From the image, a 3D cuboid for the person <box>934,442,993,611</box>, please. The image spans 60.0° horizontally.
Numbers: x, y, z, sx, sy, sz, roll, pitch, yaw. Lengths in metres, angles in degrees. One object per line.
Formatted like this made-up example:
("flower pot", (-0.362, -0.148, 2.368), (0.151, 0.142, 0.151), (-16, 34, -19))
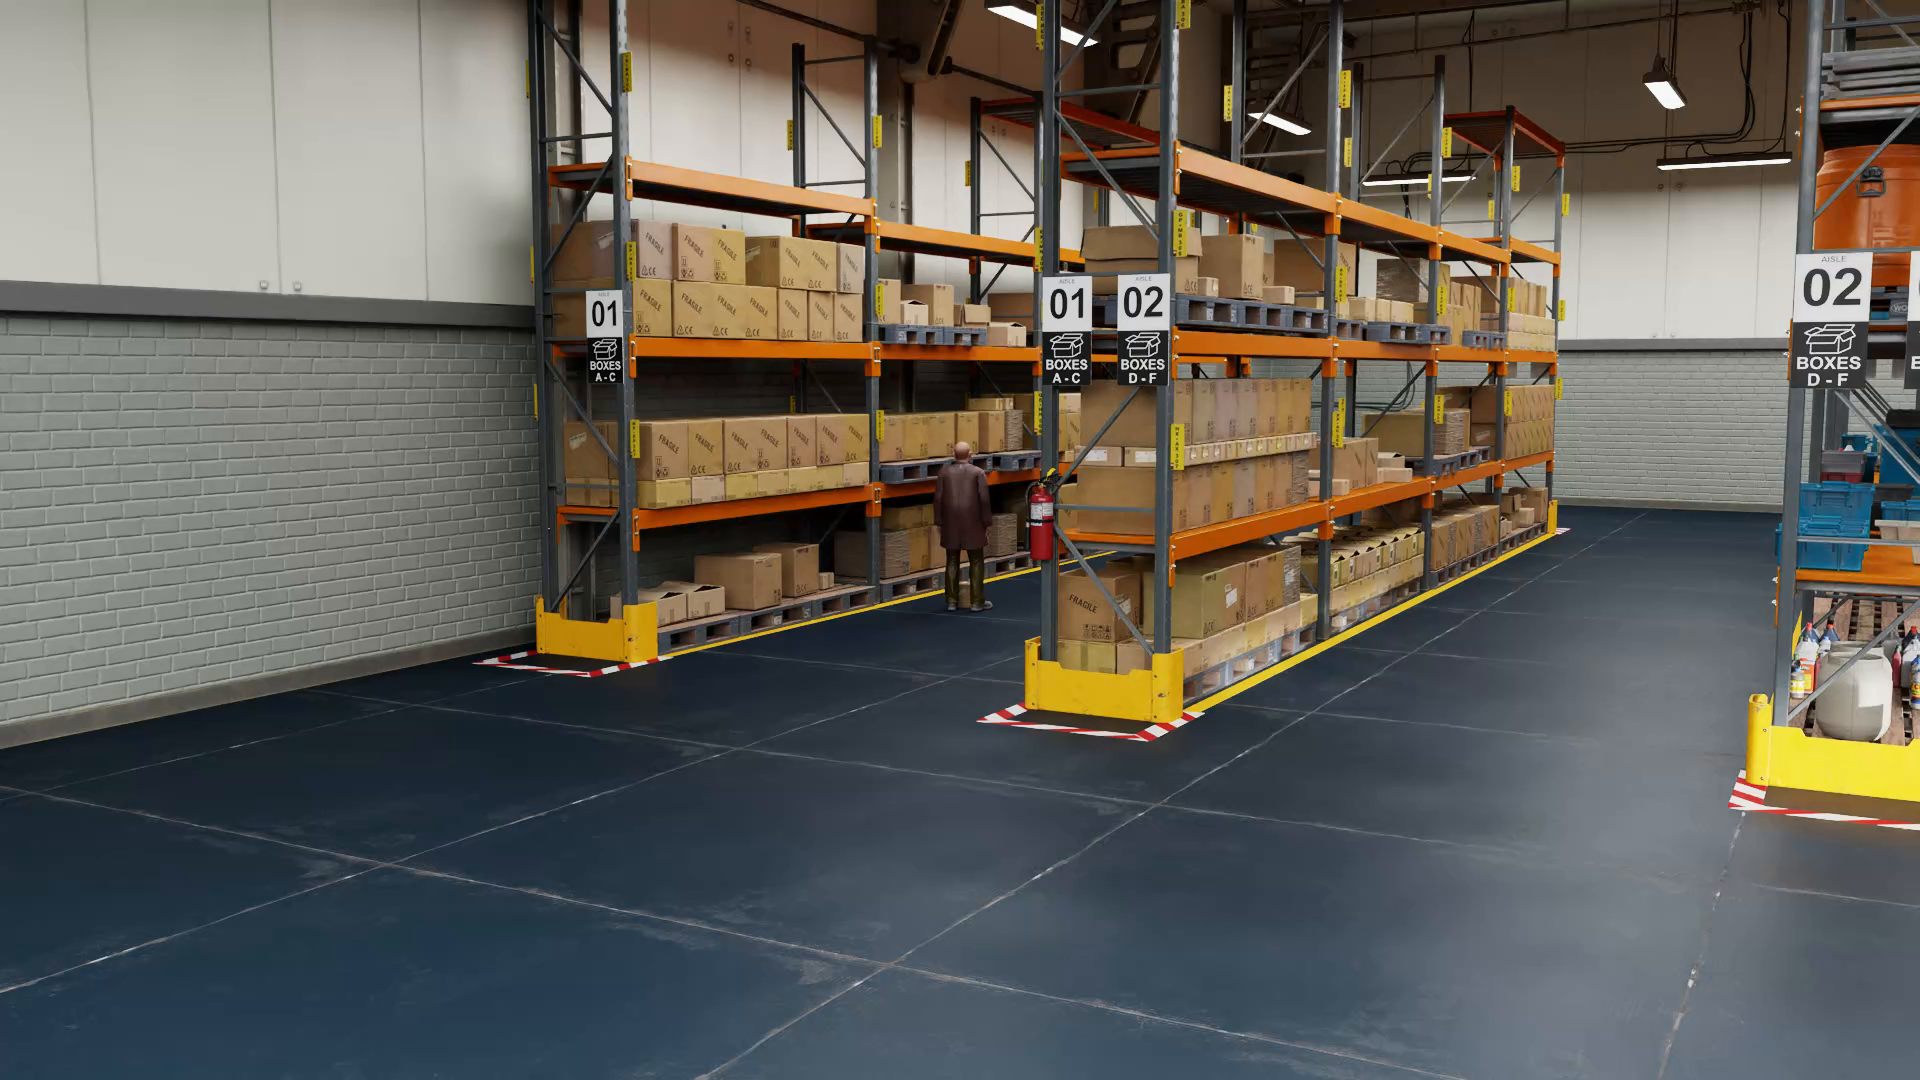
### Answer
("person", (0.036, -0.146, 17.504), (0.641, 1.773, 0.428), (1, 6, 14))
